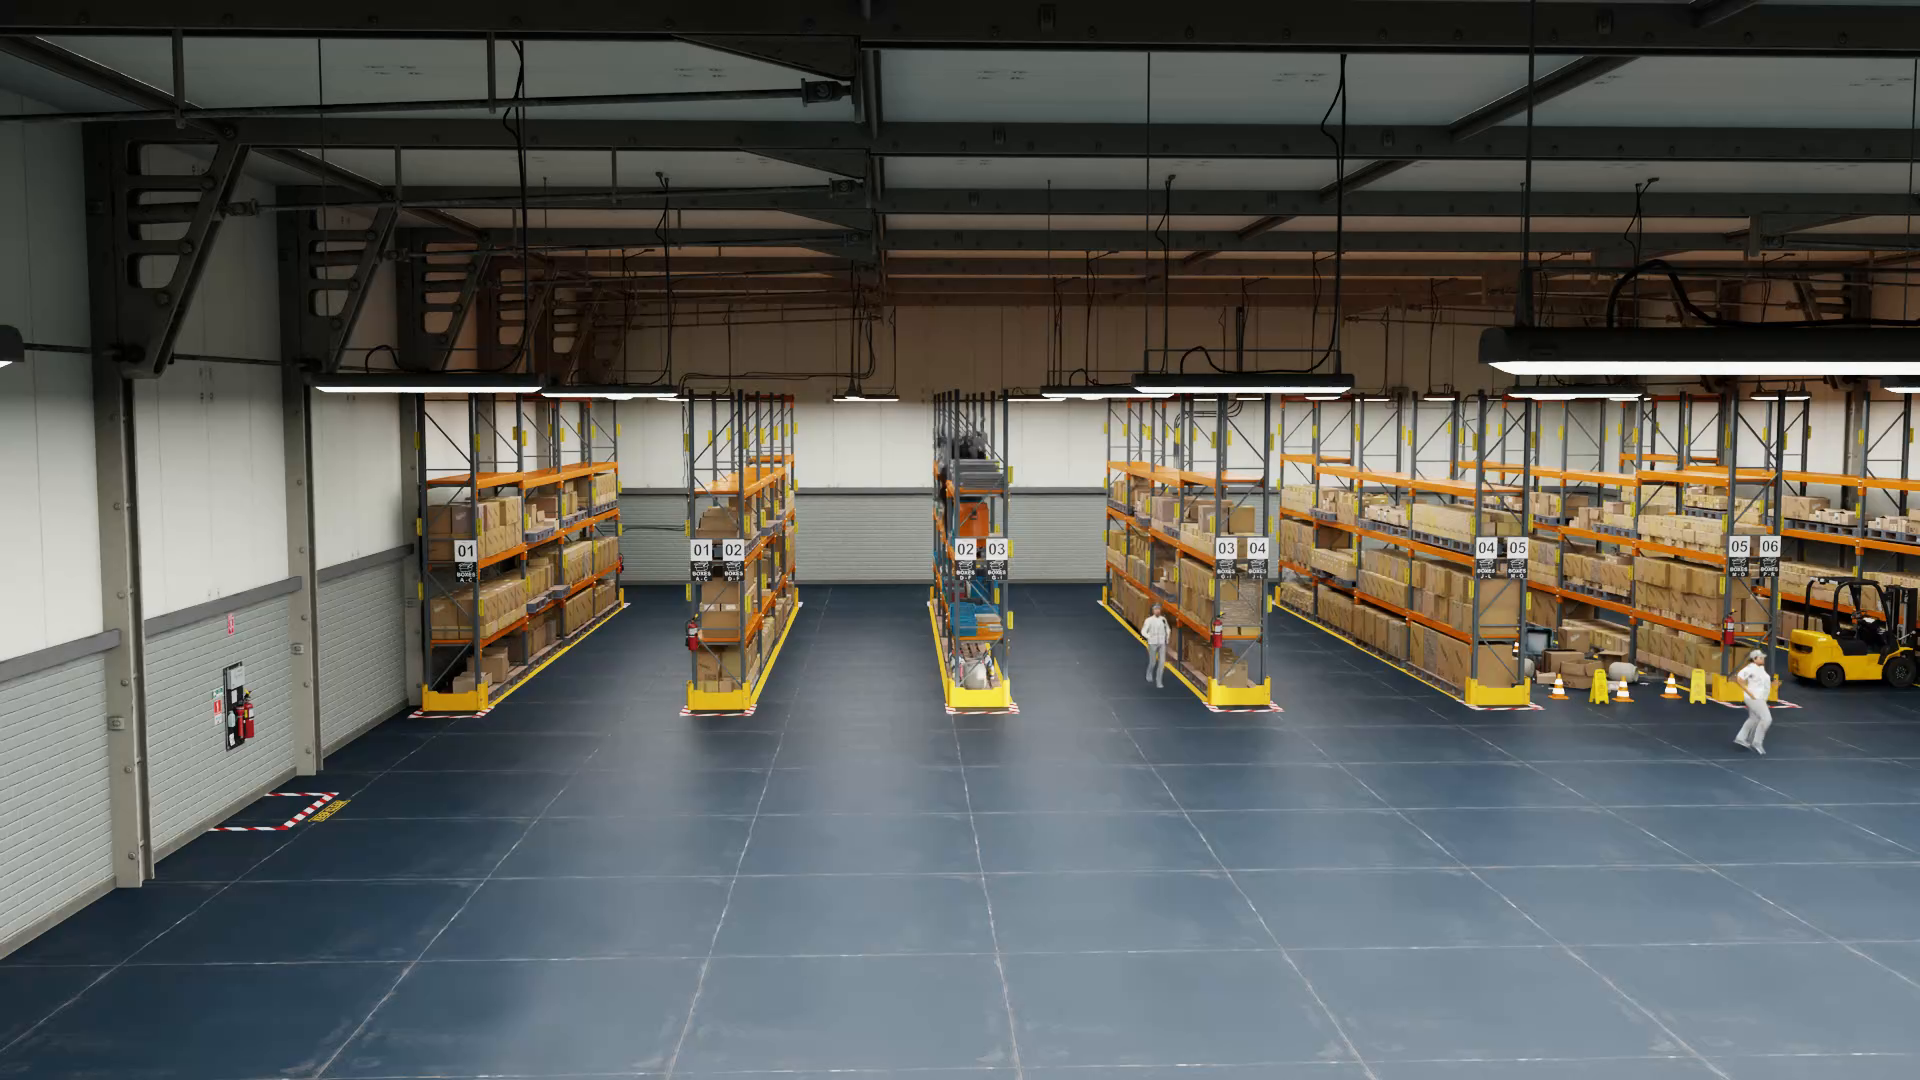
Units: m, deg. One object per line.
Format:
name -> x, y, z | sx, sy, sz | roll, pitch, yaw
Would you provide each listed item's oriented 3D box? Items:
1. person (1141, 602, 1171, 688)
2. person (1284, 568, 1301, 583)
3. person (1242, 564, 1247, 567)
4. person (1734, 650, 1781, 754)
person -> 3.893, 2.053, 32.806 | 0.619, 1.654, 0.756 | -1, 5, -7
person -> 9.895, 0.889, 49.170 | 0.493, 1.667, 0.910 | 3, 5, 32
person -> 8.007, 1.091, 46.648 | 0.594, 1.685, 0.770 | -1, 5, -12
person -> 13.141, 2.670, 27.424 | 0.684, 1.719, 0.582 | 4, 6, 40
